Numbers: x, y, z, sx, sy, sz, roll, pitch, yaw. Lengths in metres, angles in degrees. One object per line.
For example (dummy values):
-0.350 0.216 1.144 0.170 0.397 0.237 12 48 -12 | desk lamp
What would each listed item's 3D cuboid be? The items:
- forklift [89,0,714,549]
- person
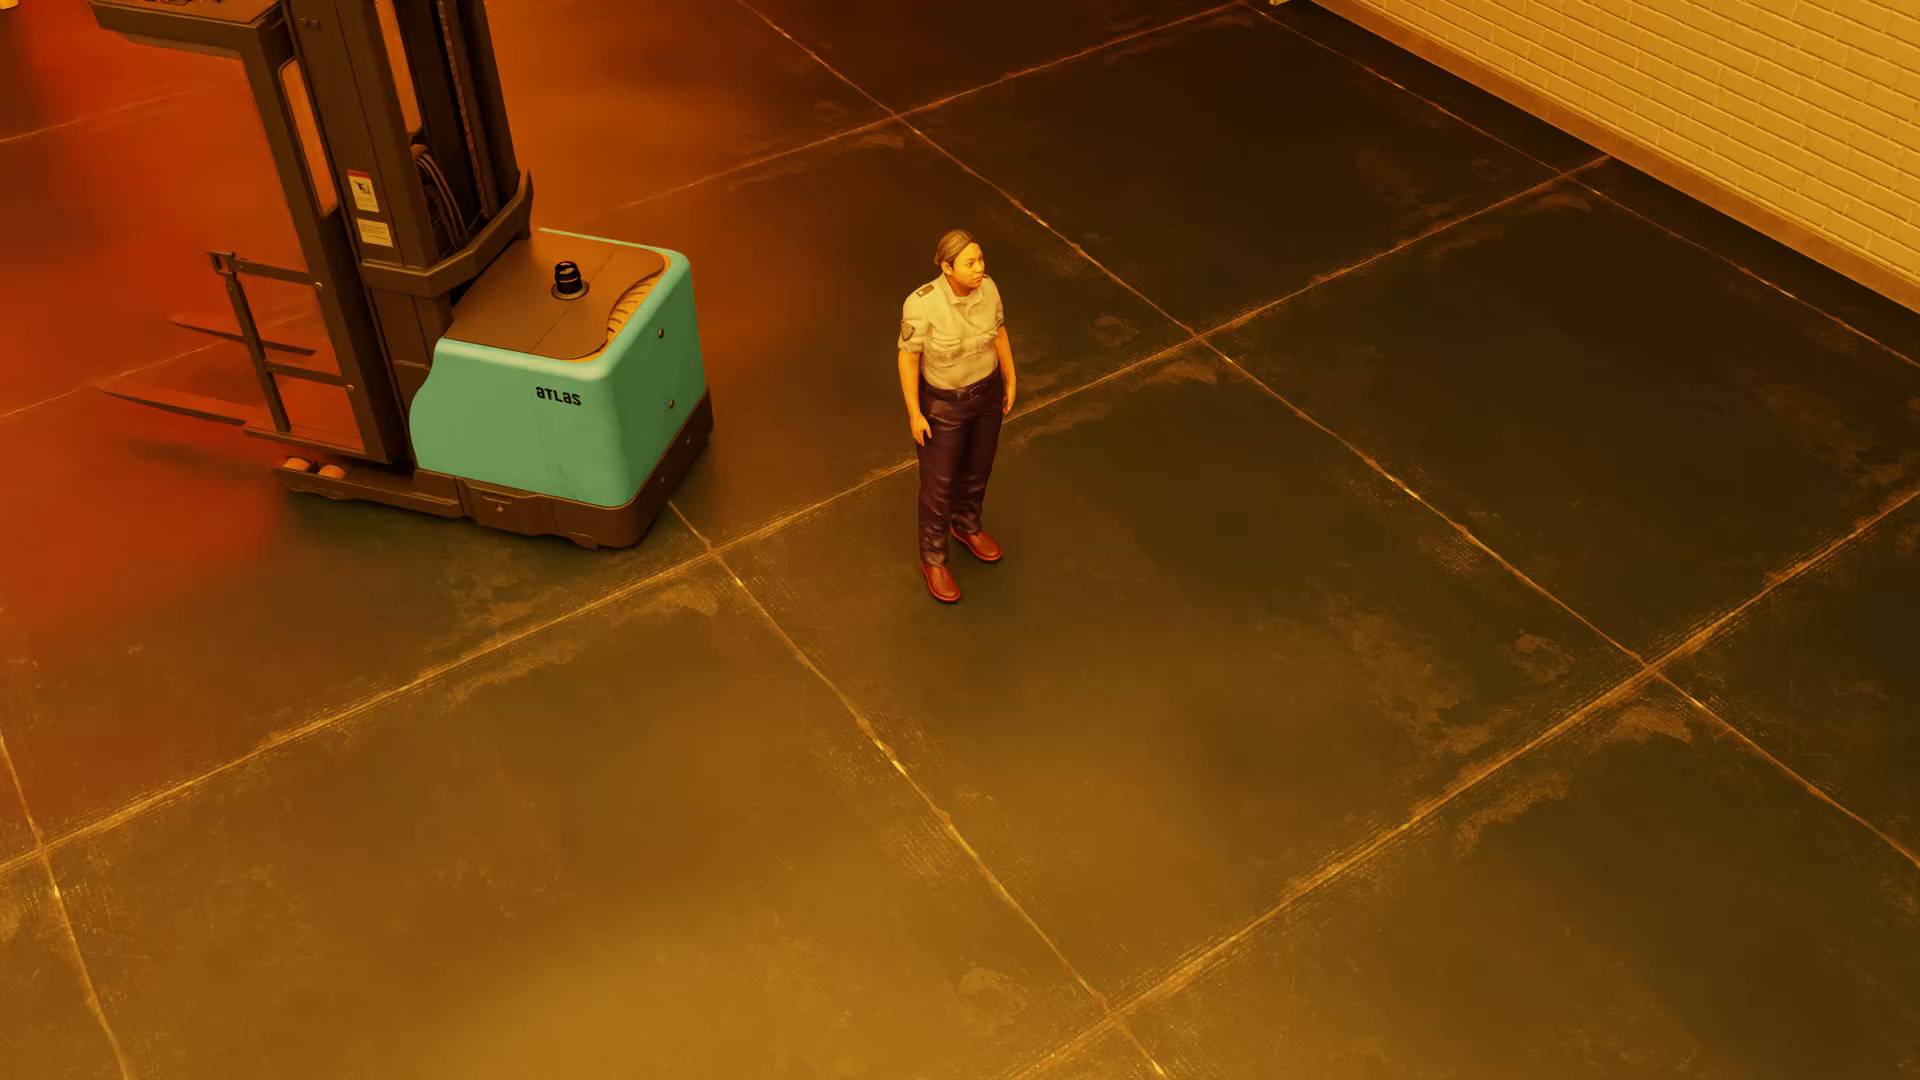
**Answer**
-2.819 -1.607 7.459 3.031 2.935 1.130 11 44 12 | forklift
0.033 -0.548 7.256 0.599 1.638 0.503 -25 48 -25 | person
